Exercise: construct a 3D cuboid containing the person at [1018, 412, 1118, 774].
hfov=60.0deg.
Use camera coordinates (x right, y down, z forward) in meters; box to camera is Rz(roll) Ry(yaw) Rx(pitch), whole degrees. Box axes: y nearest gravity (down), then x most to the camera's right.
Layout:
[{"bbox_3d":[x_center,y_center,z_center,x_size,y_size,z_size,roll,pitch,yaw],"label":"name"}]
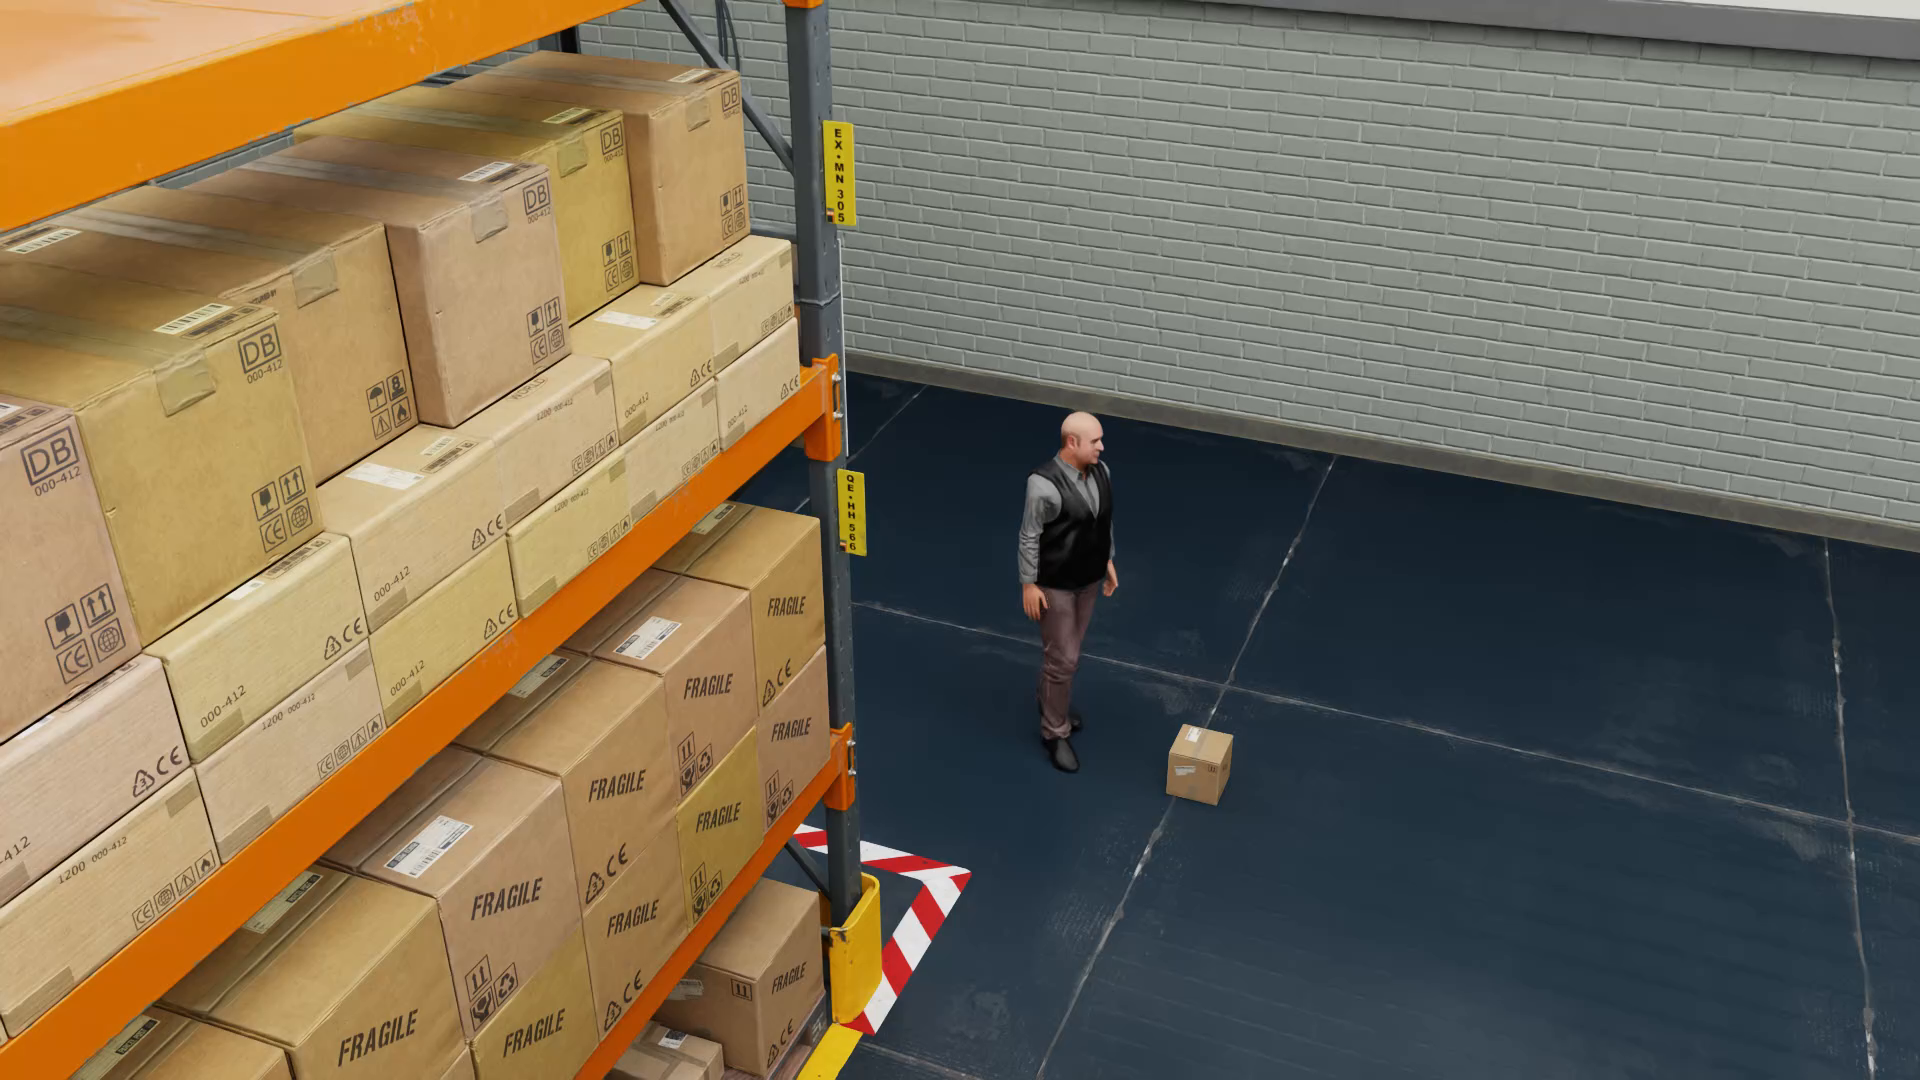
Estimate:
[{"bbox_3d":[0.565,0.219,8.041,0.582,1.741,0.526,-25,38,-37],"label":"person"}]
